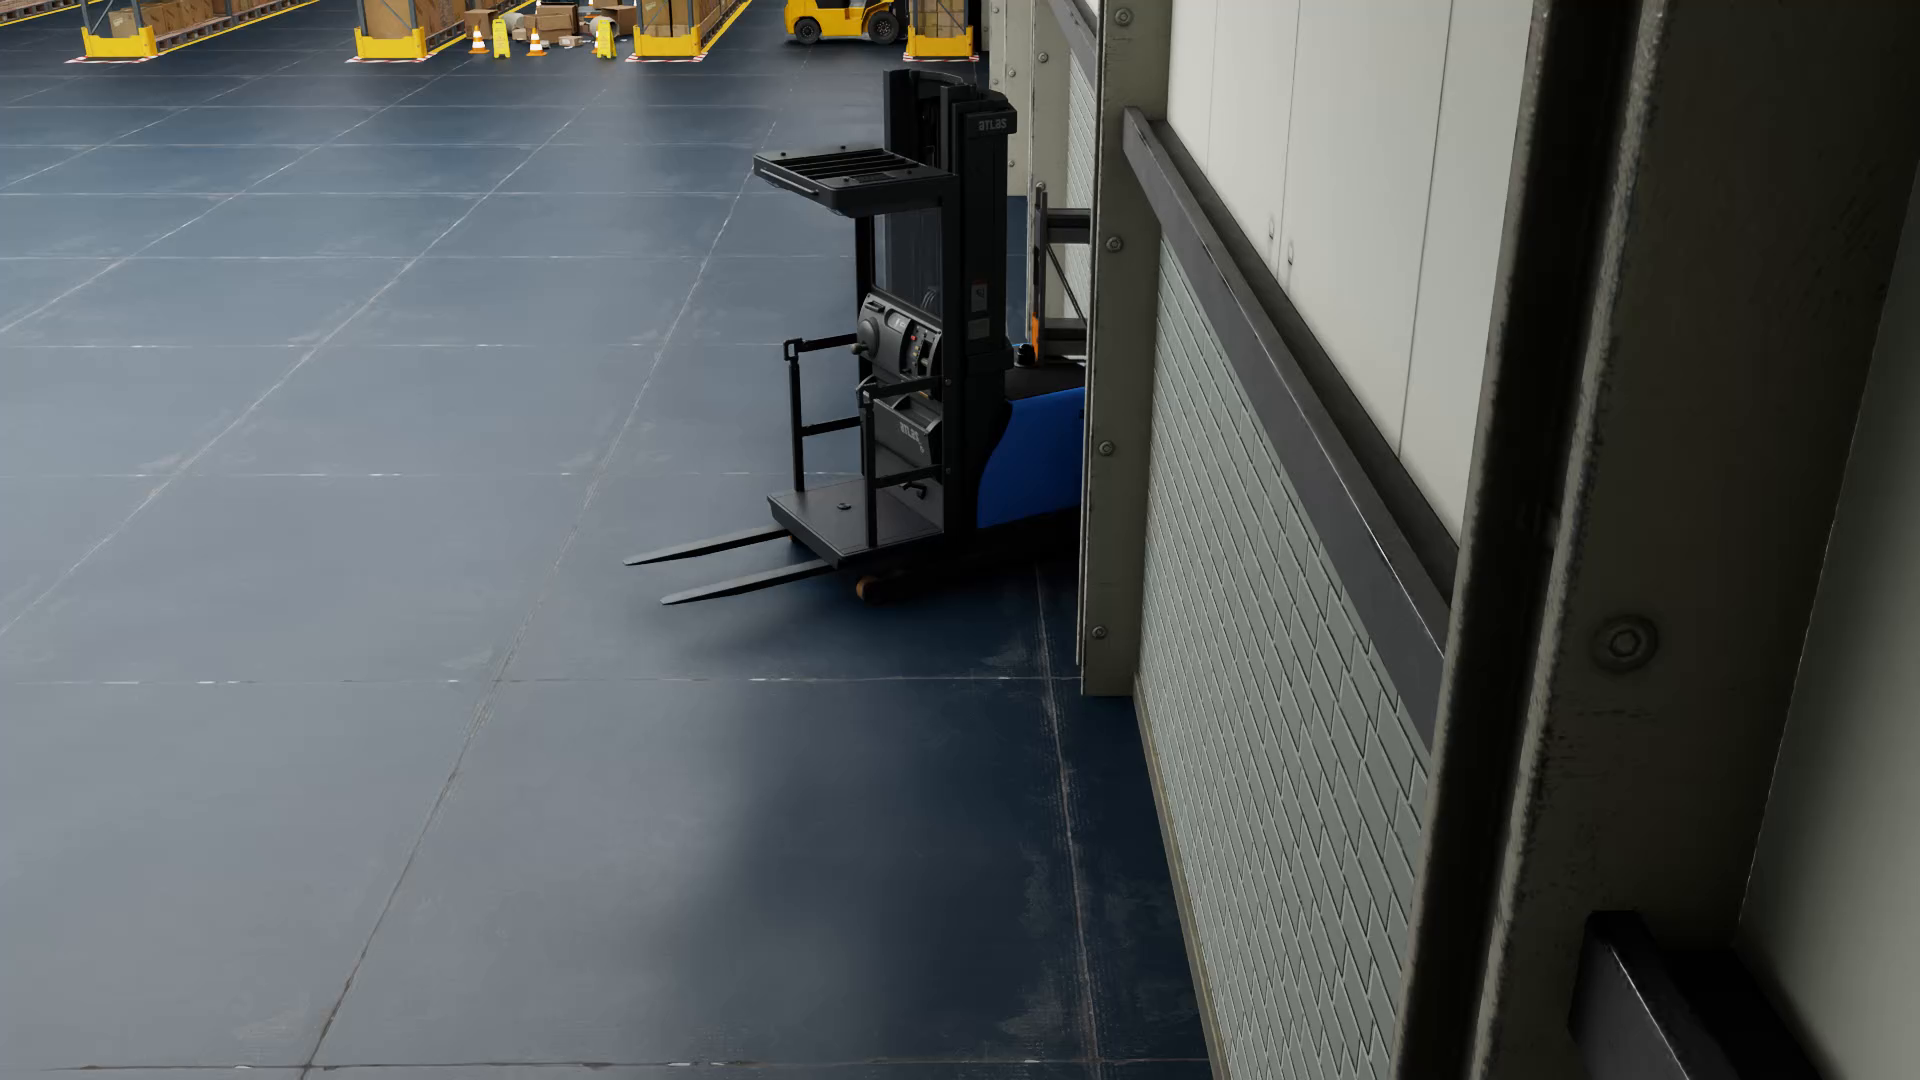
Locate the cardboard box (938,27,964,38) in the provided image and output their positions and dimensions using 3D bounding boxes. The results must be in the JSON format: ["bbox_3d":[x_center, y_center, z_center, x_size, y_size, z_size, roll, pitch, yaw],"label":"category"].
[{"bbox_3d":[-0.161,-9.356,30.623,0.500,0.250,0.500,0,24,0],"label":"cardboard box"}]

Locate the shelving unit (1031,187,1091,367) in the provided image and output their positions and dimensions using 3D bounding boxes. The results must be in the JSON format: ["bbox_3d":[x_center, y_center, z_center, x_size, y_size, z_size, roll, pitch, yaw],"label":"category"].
[{"bbox_3d":[0.687,-1.192,10.734,0.431,2.100,0.503,0,16,-2],"label":"shelving unit"}]

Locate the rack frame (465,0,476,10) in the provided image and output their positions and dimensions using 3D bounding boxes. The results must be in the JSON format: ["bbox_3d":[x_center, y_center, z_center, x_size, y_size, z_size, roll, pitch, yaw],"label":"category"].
[{"bbox_3d":[-10.306,-11.775,33.144,1.000,3.000,0.127,0,24,-1],"label":"rack frame"}]

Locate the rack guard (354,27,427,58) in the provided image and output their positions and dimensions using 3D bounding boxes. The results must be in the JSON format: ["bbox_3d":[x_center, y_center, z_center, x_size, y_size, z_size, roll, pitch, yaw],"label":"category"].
[{"bbox_3d":[-10.262,-8.977,29.993,1.175,0.500,0.348,0,24,-1],"label":"rack guard"}]

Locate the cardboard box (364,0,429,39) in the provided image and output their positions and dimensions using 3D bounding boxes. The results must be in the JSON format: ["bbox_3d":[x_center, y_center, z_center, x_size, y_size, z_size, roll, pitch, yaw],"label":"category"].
[{"bbox_3d":[-10.336,-9.629,30.468,0.875,0.875,0.875,0,24,0],"label":"cardboard box"}]

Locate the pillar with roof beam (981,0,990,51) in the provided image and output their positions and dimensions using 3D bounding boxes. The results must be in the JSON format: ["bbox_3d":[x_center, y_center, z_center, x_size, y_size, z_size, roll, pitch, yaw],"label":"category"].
[{"bbox_3d":[-3.762,-13.219,29.058,9.100,9.000,0.400,0,24,-1],"label":"pillar with roof beam"}]

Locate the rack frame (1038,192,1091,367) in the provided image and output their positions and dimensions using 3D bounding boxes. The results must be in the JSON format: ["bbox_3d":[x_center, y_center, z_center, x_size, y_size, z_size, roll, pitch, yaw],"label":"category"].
[{"bbox_3d":[0.695,-1.126,10.499,0.400,2.100,0.015,0,16,-2],"label":"rack frame"}]

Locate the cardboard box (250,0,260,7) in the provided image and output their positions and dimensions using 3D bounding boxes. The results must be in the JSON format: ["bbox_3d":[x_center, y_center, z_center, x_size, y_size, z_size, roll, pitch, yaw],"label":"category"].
[{"bbox_3d":[-15.245,-11.536,35.115,0.700,0.500,0.500,-2,24,-5],"label":"cardboard box"}]

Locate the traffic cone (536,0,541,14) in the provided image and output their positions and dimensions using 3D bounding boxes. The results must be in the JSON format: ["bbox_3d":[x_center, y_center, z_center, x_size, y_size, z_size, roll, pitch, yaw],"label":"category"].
[{"bbox_3d":[-8.811,-11.178,34.904,0.336,0.463,0.334,0,24,-1],"label":"traffic cone"}]

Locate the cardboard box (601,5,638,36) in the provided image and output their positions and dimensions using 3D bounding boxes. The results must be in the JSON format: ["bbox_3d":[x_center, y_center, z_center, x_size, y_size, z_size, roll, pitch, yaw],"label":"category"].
[{"bbox_3d":[-6.707,-10.253,32.810,0.500,0.500,0.500,19,30,35],"label":"cardboard box"}]

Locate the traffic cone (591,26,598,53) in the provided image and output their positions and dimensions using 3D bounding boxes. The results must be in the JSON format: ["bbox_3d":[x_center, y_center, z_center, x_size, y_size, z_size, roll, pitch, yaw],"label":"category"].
[{"bbox_3d":[-6.609,-9.206,30.543,0.336,0.463,0.334,0,24,-1],"label":"traffic cone"}]

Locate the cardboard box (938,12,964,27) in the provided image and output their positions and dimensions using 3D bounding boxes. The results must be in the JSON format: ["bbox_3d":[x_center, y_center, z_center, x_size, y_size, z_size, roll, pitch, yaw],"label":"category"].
[{"bbox_3d":[-0.148,-9.575,30.501,0.500,0.250,0.500,0,24,0],"label":"cardboard box"}]

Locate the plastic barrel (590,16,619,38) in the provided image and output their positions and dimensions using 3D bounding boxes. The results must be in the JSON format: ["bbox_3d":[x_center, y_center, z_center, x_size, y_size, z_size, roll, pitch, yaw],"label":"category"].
[{"bbox_3d":[-6.851,-9.861,32.039,0.512,0.421,0.421,19,30,35],"label":"plastic barrel"}]

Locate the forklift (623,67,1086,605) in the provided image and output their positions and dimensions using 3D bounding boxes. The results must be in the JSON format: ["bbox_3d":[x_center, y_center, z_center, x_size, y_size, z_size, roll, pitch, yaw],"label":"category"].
[{"bbox_3d":[-0.543,-1.204,9.855,3.031,2.935,1.130,-14,28,-28],"label":"forklift"}]

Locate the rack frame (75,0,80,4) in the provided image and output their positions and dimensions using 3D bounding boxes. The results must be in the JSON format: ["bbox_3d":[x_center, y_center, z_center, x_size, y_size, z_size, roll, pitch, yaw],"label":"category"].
[{"bbox_3d":[-20.263,-13.420,36.782,1.000,3.000,0.127,0,24,-1],"label":"rack frame"}]

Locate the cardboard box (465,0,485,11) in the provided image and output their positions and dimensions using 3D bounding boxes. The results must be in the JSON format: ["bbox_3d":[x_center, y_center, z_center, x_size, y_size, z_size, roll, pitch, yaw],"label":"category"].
[{"bbox_3d":[-10.403,-11.196,34.086,1.050,0.750,0.750,0,24,-1],"label":"cardboard box"}]

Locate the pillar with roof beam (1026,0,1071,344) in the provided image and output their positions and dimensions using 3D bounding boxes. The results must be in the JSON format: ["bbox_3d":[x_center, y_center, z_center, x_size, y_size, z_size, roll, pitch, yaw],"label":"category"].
[{"bbox_3d":[-3.565,-5.802,12.658,9.100,9.000,0.400,0,24,-1],"label":"pillar with roof beam"}]

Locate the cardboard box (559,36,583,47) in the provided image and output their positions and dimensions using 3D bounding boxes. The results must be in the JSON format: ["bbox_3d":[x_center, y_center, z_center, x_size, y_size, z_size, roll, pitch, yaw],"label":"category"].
[{"bbox_3d":[-7.348,-9.422,31.402,0.380,0.149,0.250,13,27,27],"label":"cardboard box"}]

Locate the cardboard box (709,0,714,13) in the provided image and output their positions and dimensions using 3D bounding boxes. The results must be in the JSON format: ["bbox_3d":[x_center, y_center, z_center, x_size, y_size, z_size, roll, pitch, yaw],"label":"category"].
[{"bbox_3d":[-5.069,-10.456,32.146,0.500,0.500,0.500,1,24,2],"label":"cardboard box"}]

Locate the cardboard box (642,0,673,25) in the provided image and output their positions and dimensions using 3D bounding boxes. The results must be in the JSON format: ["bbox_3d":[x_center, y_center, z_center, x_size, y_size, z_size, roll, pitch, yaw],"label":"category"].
[{"bbox_3d":[-5.584,-9.799,30.694,0.500,0.500,0.500,0,24,0],"label":"cardboard box"}]

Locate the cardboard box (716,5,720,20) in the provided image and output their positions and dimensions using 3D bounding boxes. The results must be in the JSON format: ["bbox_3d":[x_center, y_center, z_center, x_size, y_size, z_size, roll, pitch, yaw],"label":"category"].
[{"bbox_3d":[-5.083,-10.535,33.229,0.500,0.250,0.500,1,24,2],"label":"cardboard box"}]

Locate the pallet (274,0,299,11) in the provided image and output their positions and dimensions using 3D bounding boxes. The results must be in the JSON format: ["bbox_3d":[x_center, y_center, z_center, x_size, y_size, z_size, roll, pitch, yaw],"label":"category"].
[{"bbox_3d":[-15.304,-11.850,36.694,1.003,0.211,1.213,0,24,-1],"label":"pallet"}]

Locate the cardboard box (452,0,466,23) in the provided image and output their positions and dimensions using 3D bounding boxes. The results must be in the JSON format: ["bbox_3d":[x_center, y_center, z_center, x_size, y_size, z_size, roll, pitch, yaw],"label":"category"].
[{"bbox_3d":[-10.369,-10.738,32.922,0.875,0.875,0.875,0,24,0],"label":"cardboard box"}]

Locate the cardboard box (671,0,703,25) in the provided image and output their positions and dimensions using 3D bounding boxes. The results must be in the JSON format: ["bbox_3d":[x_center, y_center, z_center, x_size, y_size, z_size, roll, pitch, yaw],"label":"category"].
[{"bbox_3d":[-5.047,-9.814,30.726,0.500,0.500,0.500,-1,24,-2],"label":"cardboard box"}]

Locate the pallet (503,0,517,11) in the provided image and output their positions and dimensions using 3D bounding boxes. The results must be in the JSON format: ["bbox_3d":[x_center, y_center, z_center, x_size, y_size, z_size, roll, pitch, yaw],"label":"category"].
[{"bbox_3d":[-10.417,-11.827,36.644,1.003,0.211,1.213,0,24,-1],"label":"pallet"}]

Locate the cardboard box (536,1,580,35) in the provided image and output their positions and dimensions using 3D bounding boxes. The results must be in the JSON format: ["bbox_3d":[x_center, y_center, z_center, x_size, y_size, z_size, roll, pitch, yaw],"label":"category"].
[{"bbox_3d":[-7.883,-10.212,32.554,0.797,0.637,0.503,0,24,-1],"label":"cardboard box"}]

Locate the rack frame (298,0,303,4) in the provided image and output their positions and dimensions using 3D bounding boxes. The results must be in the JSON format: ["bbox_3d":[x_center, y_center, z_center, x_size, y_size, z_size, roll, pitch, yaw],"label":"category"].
[{"bbox_3d":[-15.311,-13.442,36.831,1.000,3.000,0.127,0,24,-1],"label":"rack frame"}]

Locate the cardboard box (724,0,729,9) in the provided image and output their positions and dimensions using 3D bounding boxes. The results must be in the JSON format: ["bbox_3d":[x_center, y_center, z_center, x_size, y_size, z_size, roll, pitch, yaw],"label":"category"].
[{"bbox_3d":[-5.377,-11.345,34.873,0.950,0.372,0.625,1,24,3],"label":"cardboard box"}]

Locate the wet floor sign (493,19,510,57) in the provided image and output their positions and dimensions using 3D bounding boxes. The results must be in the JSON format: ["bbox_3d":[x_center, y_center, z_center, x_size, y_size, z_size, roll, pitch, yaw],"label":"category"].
[{"bbox_3d":[-8.283,-9.051,29.978,0.267,0.644,0.232,-4,25,-10],"label":"wet floor sign"}]

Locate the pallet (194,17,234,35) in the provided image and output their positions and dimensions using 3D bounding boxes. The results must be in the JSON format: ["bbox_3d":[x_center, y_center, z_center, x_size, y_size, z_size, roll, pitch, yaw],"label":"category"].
[{"bbox_3d":[-15.224,-10.247,33.150,1.003,0.211,1.213,0,24,-1],"label":"pallet"}]

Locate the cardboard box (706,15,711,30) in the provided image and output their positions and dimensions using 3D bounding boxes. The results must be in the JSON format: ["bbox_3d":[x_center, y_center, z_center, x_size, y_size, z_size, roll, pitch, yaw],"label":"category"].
[{"bbox_3d":[-5.063,-9.897,31.821,0.500,0.250,0.500,1,24,3],"label":"cardboard box"}]

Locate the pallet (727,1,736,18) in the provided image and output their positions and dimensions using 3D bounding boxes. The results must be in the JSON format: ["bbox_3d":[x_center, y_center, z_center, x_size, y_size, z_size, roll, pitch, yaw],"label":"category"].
[{"bbox_3d":[-5.384,-11.393,35.684,1.003,0.211,1.213,0,24,-1],"label":"pallet"}]

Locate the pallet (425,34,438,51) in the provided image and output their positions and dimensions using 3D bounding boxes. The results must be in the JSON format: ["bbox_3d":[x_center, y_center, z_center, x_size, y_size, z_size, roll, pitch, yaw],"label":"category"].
[{"bbox_3d":[-10.350,-9.185,30.802,1.003,0.211,1.213,0,24,-1],"label":"pallet"}]

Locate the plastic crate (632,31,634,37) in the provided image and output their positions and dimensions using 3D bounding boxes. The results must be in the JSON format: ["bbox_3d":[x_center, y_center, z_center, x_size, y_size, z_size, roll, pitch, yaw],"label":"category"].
[{"bbox_3d":[-6.161,-9.858,32.448,0.402,0.080,0.583,-9,26,-19],"label":"plastic crate"}]

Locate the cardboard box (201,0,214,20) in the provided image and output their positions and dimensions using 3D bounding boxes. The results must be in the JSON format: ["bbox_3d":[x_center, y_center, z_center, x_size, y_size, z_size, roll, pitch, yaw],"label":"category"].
[{"bbox_3d":[-15.303,-10.681,33.251,0.500,0.500,0.500,-1,24,-2],"label":"cardboard box"}]

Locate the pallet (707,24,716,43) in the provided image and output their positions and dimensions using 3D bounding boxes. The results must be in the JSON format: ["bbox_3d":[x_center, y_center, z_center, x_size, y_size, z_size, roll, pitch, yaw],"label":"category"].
[{"bbox_3d":[-5.299,-9.787,32.134,1.003,0.211,1.213,0,24,-1],"label":"pallet"}]

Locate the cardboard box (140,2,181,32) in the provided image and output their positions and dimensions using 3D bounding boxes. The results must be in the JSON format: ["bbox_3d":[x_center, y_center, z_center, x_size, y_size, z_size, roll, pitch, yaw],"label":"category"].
[{"bbox_3d":[-15.242,-9.960,31.655,0.500,0.500,0.500,2,24,4],"label":"cardboard box"}]
